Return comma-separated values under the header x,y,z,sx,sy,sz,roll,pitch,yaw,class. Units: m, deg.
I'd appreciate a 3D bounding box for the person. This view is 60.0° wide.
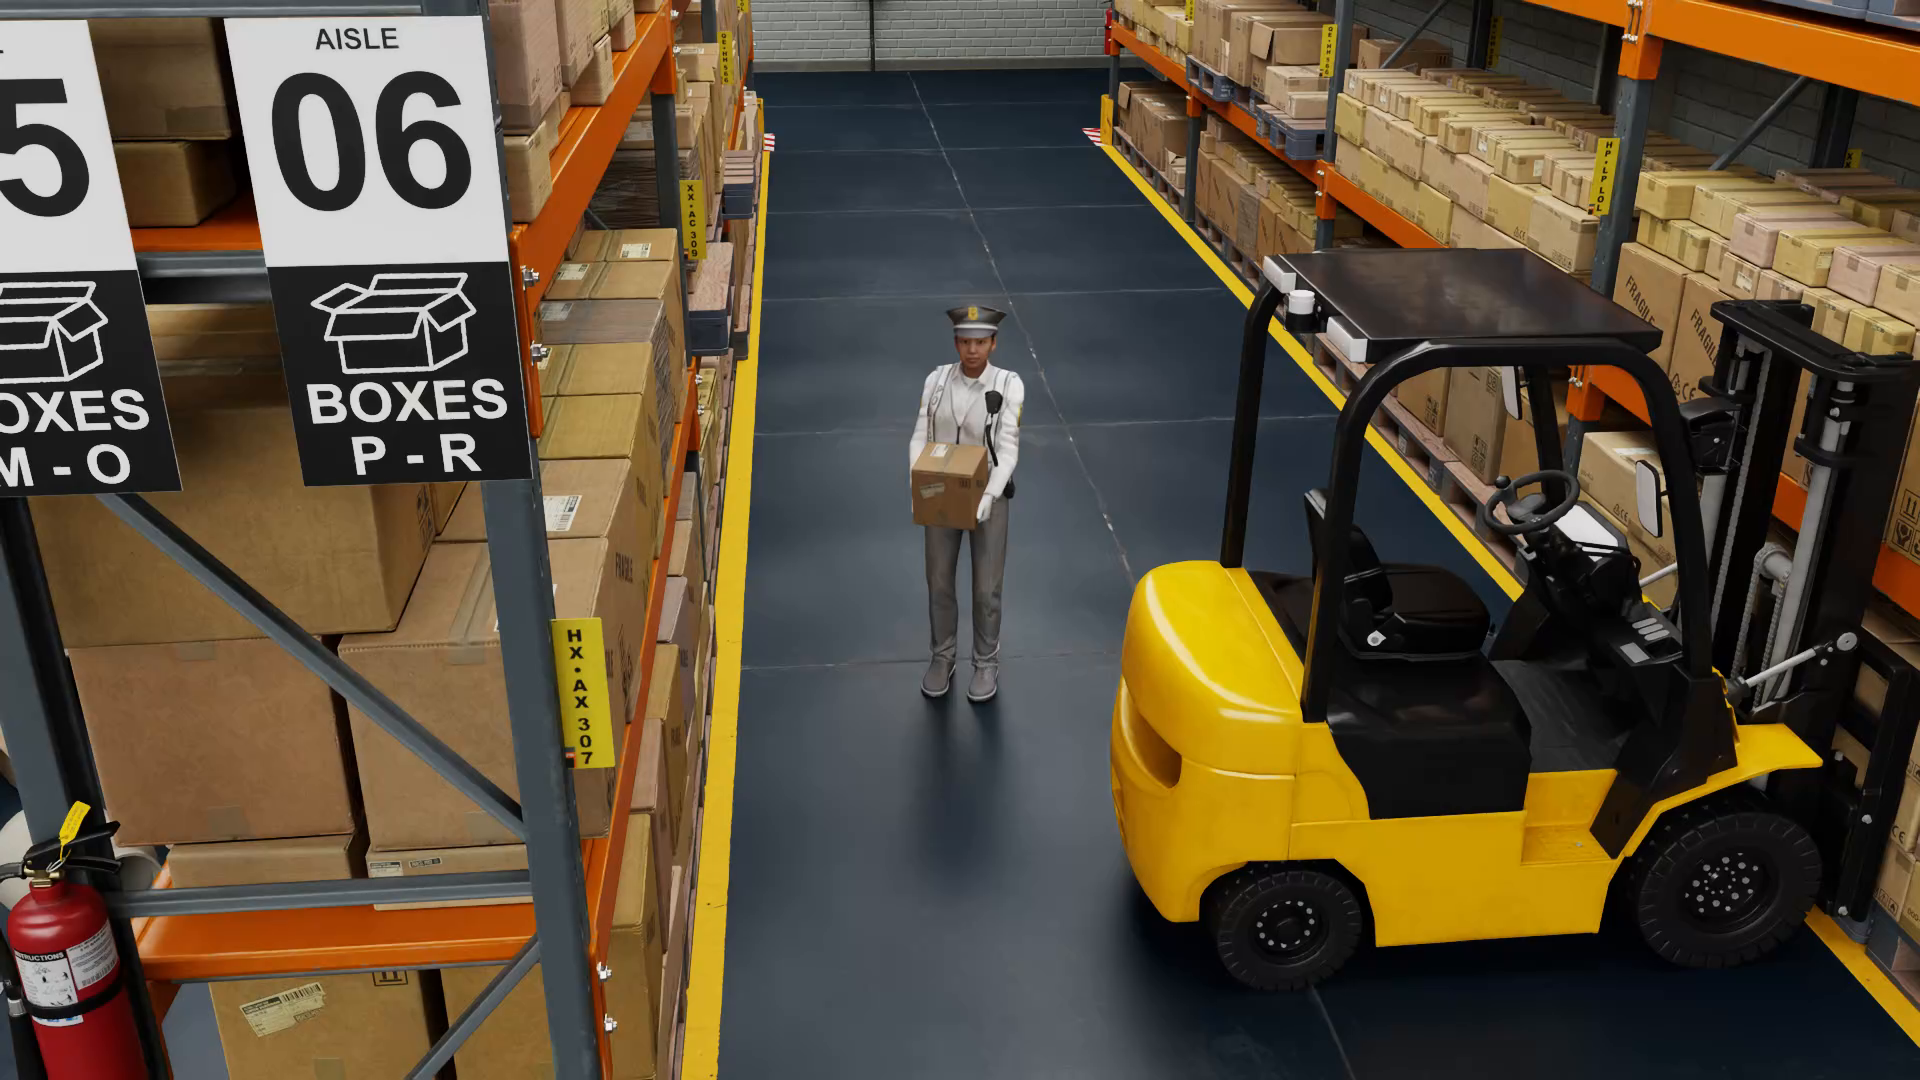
x,y,z,sx,sy,sz,roll,pitch,yaw,class
0.012,-0.144,6.899,0.458,1.686,0.558,6,25,13,person
